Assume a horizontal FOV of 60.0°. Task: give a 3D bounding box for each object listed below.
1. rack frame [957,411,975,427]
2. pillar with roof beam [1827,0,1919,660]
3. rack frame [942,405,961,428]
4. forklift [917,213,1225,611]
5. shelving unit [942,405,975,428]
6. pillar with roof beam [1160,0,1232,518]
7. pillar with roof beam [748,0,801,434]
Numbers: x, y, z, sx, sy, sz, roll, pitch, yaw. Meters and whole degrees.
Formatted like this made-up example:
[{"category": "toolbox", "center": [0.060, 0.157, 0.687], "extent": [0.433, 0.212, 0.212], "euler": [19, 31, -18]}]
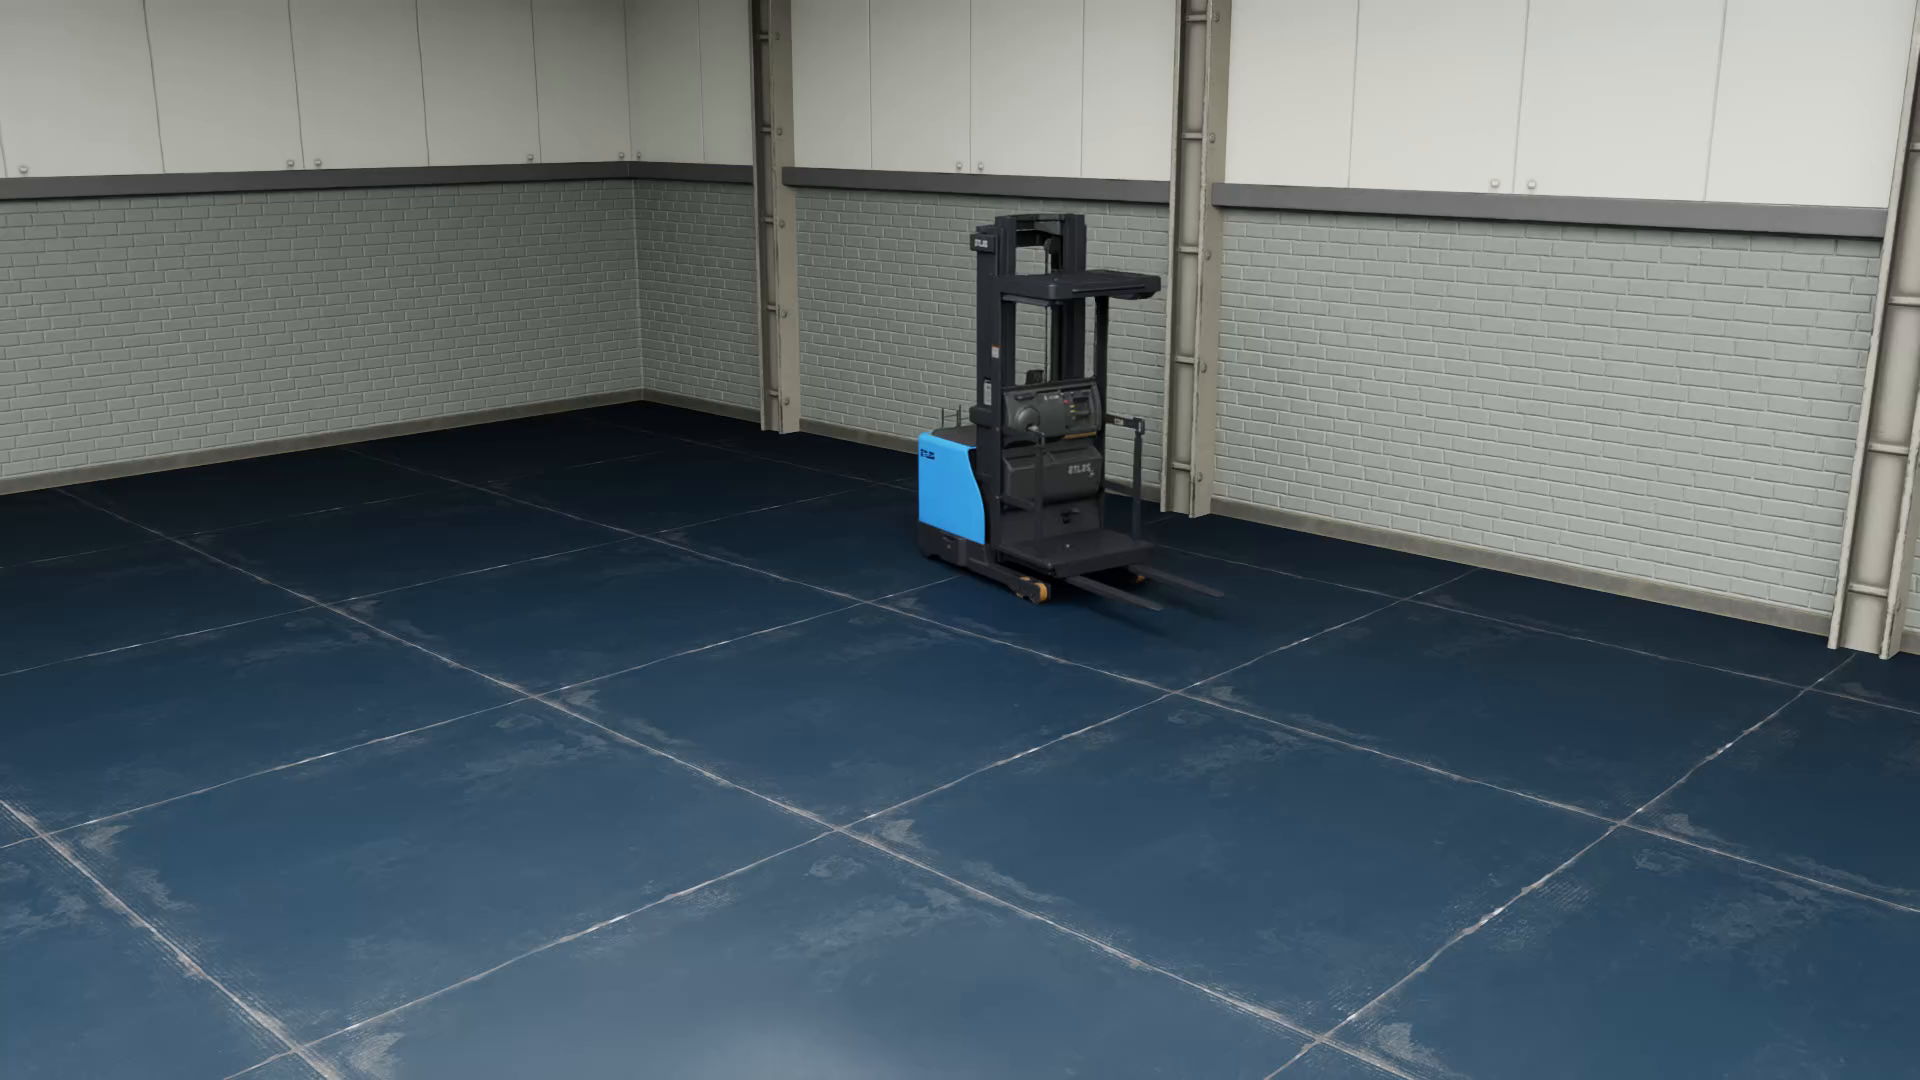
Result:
[{"category": "rack frame", "center": [0.055, -0.567, 14.729], "extent": [0.006, 1.200, 0.240], "euler": [14, 20, 42]}, {"category": "pillar with roof beam", "center": [3.500, -2.793, 7.804], "extent": [0.400, 9.000, 9.100], "euler": [14, 20, 42]}, {"category": "rack frame", "center": [-0.076, -0.599, 14.852], "extent": [0.006, 1.200, 0.240], "euler": [14, 20, 42]}, {"category": "forklift", "center": [0.868, -1.058, 13.178], "extent": [1.130, 2.935, 3.031], "euler": [-10, 17, -33]}, {"category": "shelving unit", "center": [-0.010, -0.583, 14.791], "extent": [0.189, 1.200, 0.258], "euler": [14, 20, 42]}, {"category": "pillar with roof beam", "center": [-0.819, -3.843, 11.834], "extent": [0.400, 9.000, 9.100], "euler": [14, 20, 42]}, {"category": "pillar with roof beam", "center": [-5.139, -4.893, 15.864], "extent": [0.400, 9.000, 9.100], "euler": [14, 20, 42]}]
